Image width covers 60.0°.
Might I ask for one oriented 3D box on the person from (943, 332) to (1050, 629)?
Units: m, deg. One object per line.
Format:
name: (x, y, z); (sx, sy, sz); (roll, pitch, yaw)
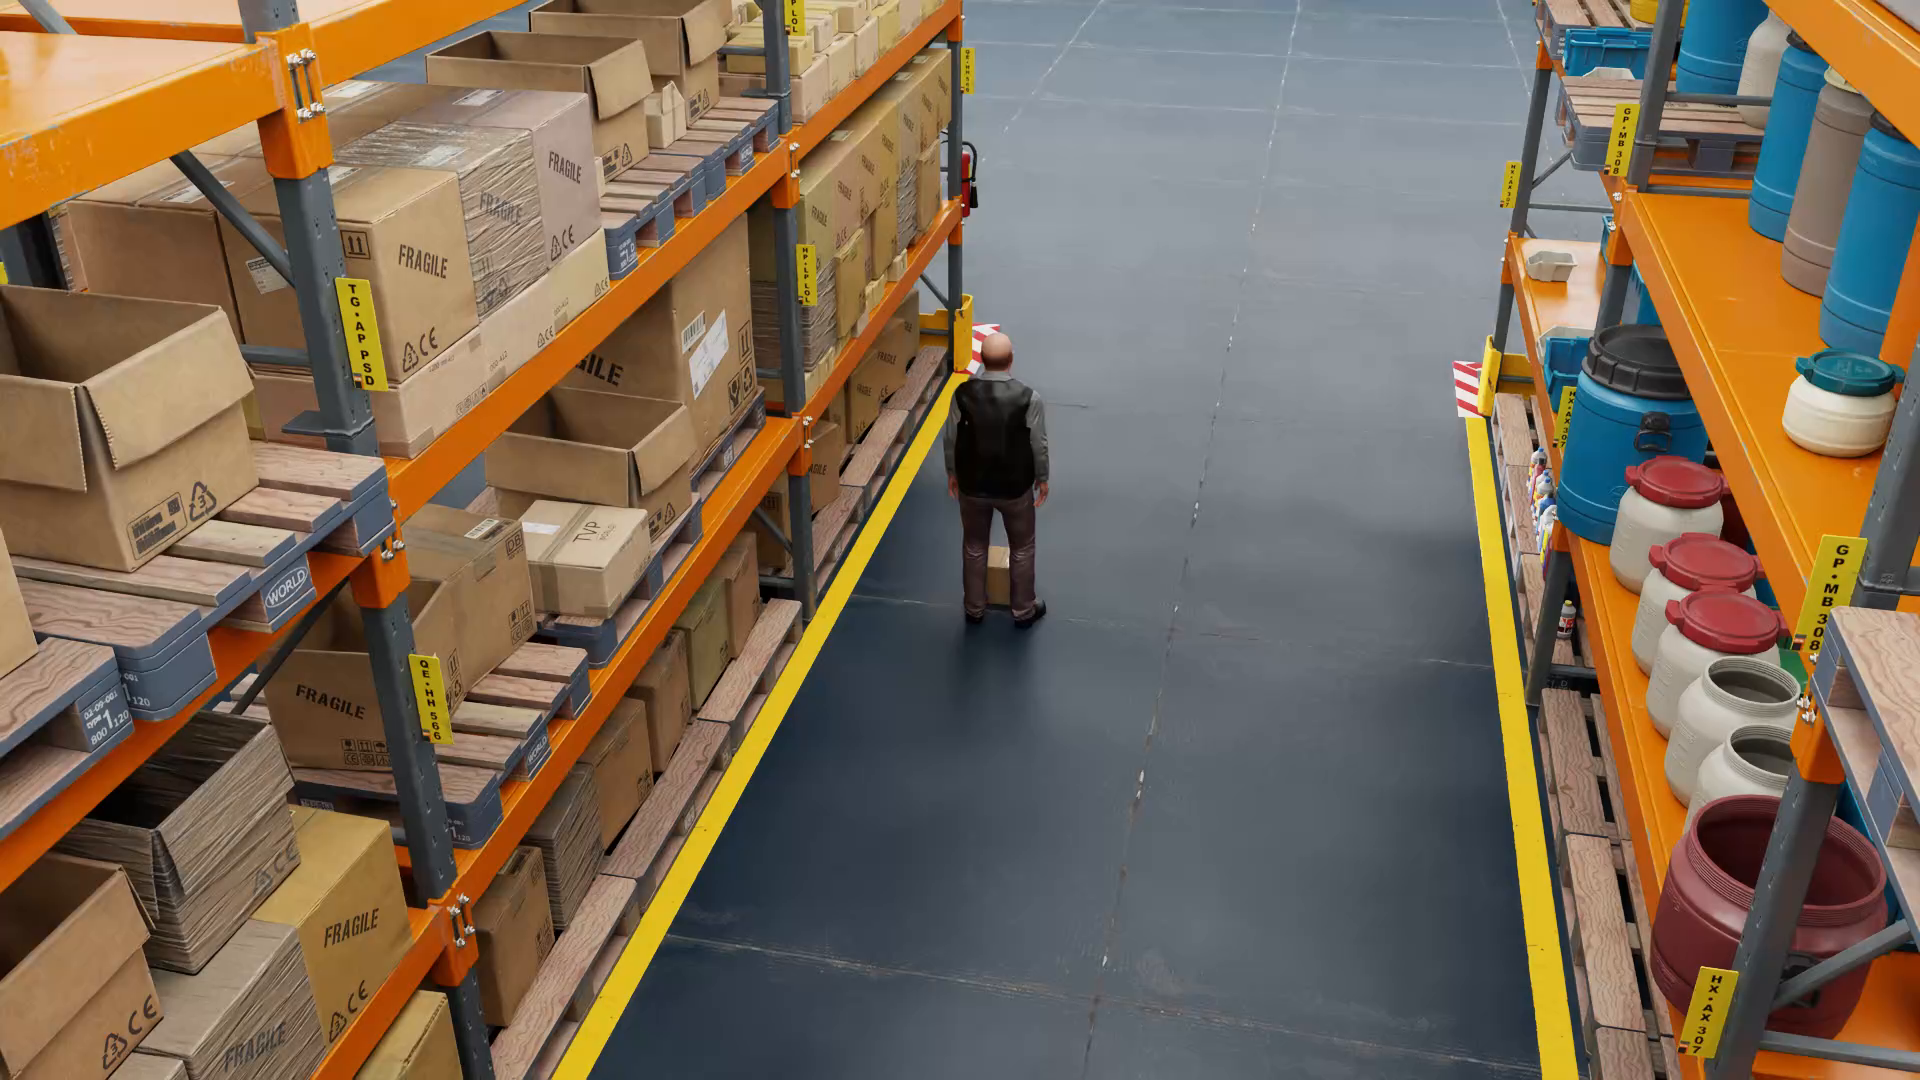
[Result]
person: (0.199, -0.304, 9.203); (0.584, 1.721, 0.412); (6, 29, 10)
